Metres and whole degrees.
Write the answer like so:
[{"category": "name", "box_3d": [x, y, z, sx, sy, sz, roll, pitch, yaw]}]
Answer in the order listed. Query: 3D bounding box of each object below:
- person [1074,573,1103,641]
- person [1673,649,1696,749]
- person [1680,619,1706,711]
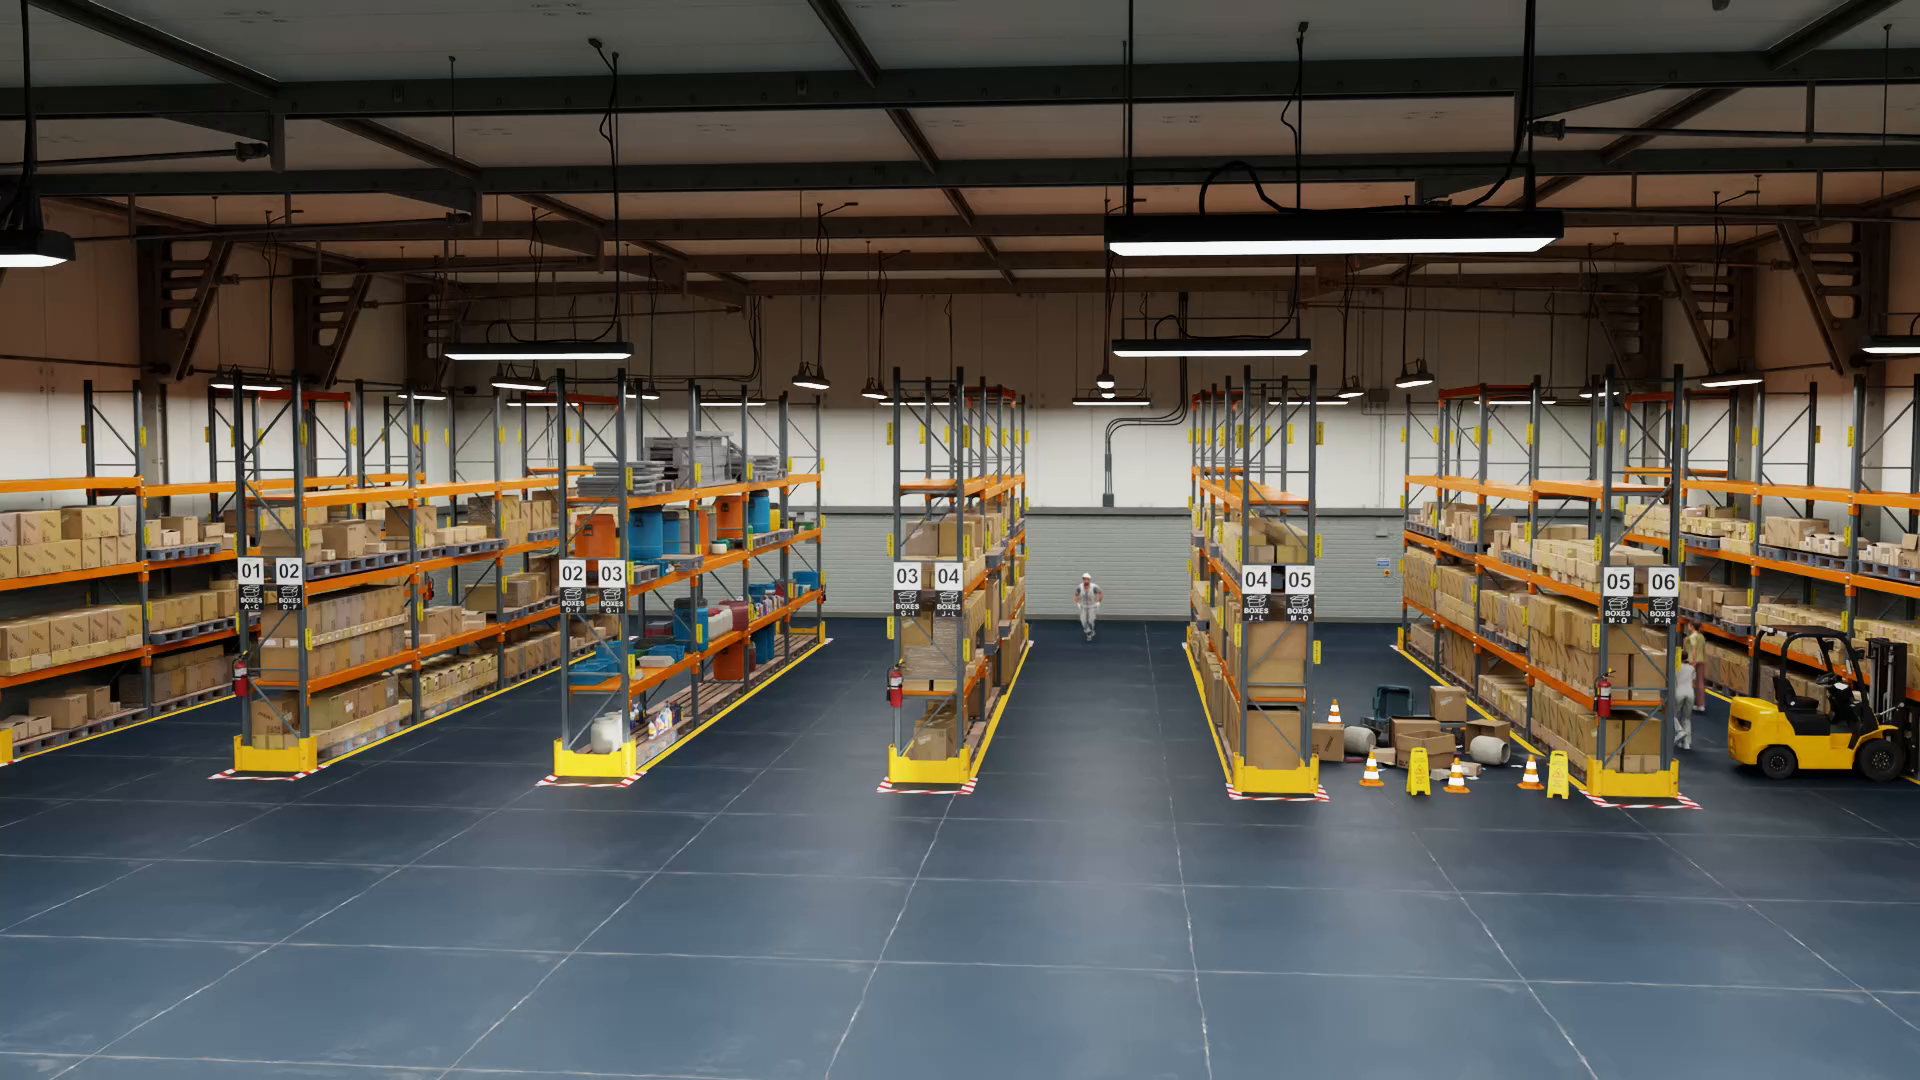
[{"category": "person", "box_3d": [3.133, 1.642, 40.622, 0.687, 1.686, 0.640, 1, 4, 14]}, {"category": "person", "box_3d": [11.675, 2.557, 26.908, 0.503, 1.562, 0.711, 0, 4, 7]}, {"category": "person", "box_3d": [13.456, 2.296, 30.373, 0.463, 1.690, 0.543, -1, 4, -12]}]
